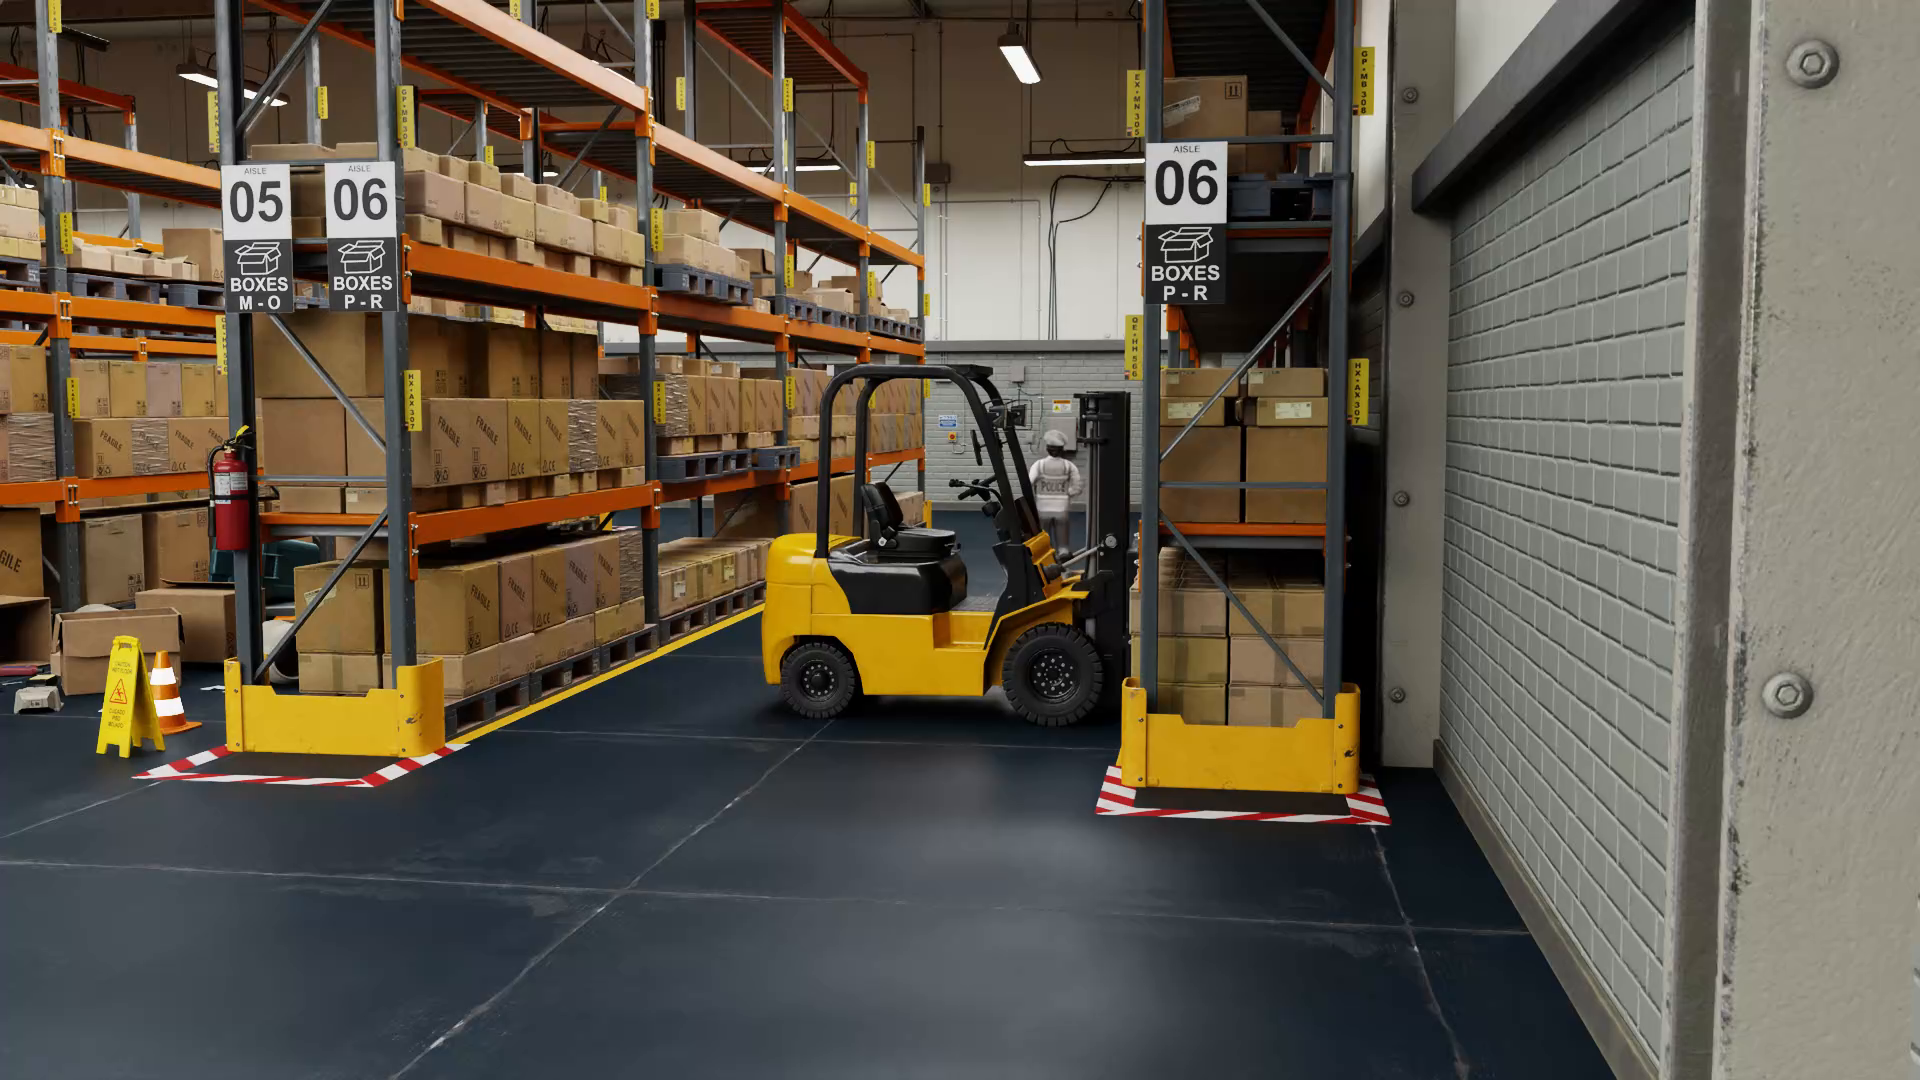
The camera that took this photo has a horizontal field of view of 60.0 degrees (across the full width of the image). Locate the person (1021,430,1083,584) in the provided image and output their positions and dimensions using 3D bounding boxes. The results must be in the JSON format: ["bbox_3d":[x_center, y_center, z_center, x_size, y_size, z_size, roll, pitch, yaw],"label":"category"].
[{"bbox_3d":[0.916,-0.274,16.708,0.631,1.665,0.682,0,5,-2],"label":"person"}]
